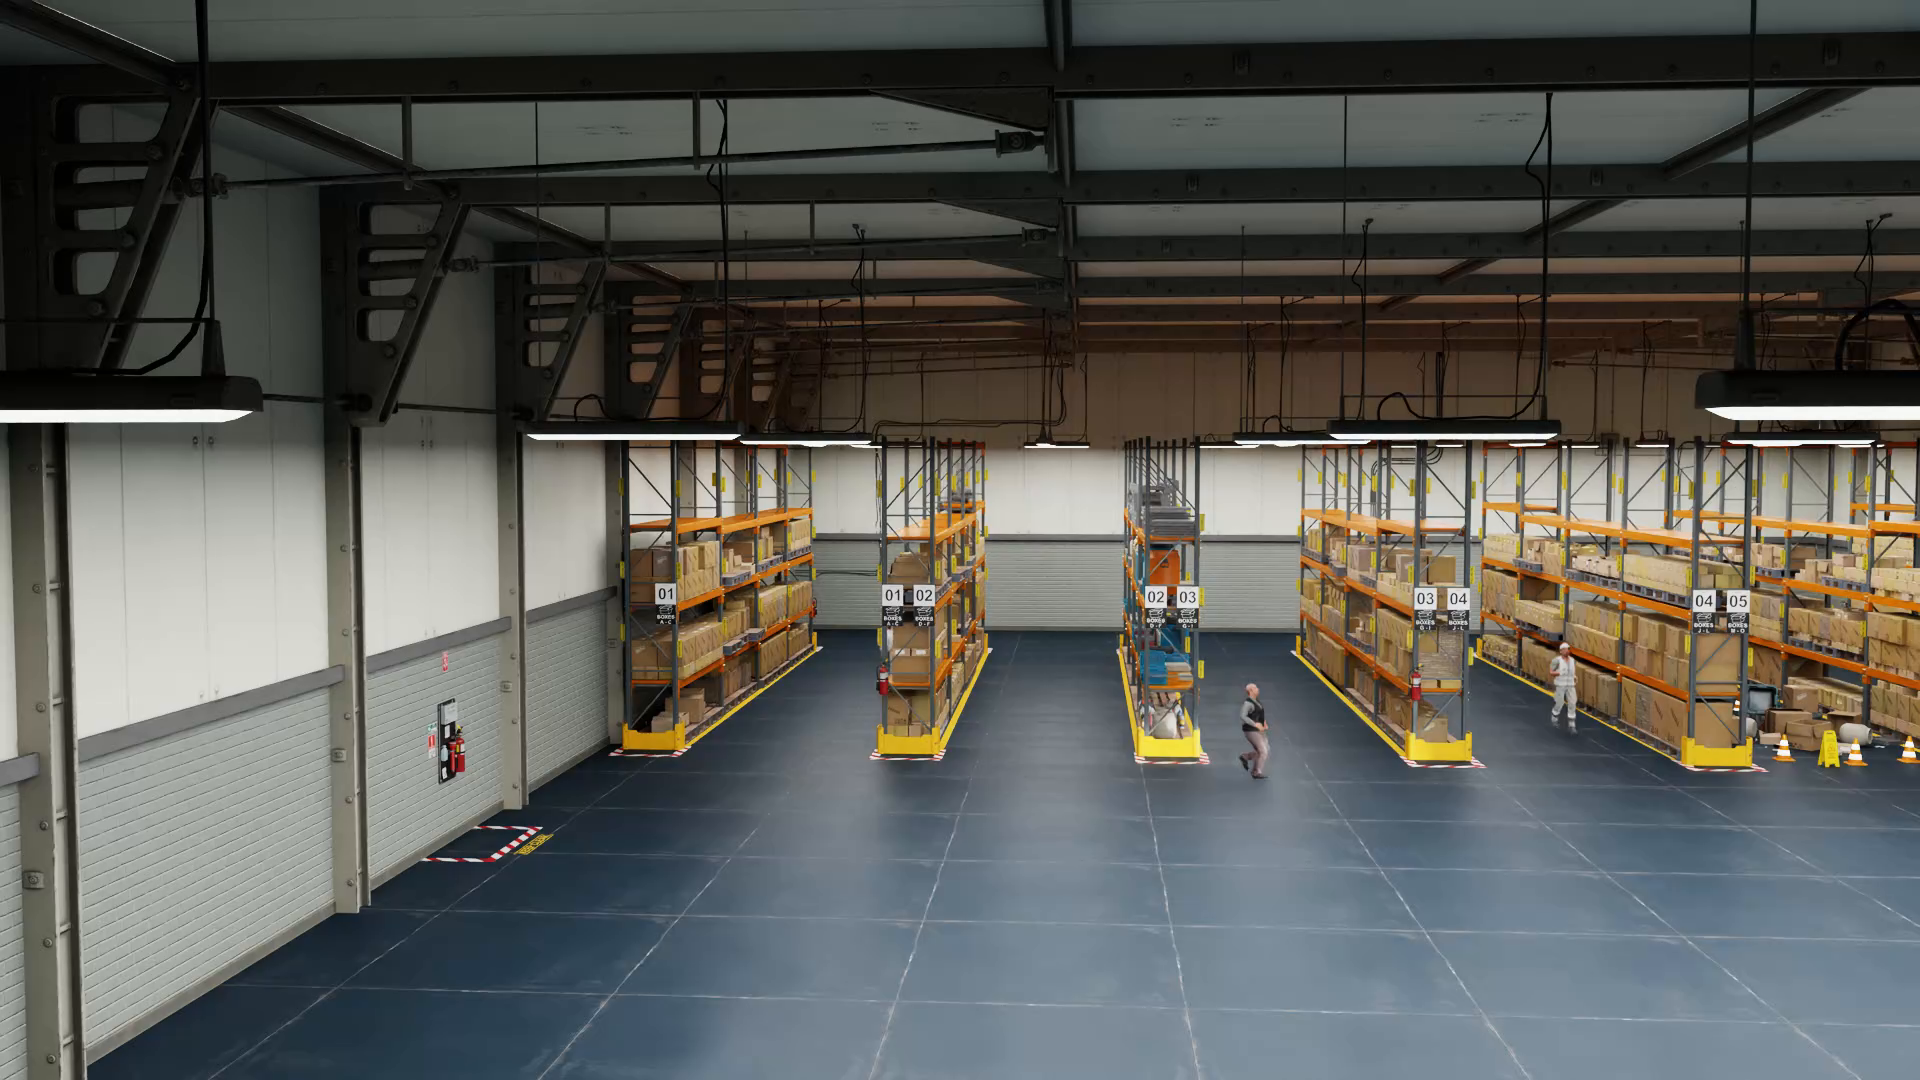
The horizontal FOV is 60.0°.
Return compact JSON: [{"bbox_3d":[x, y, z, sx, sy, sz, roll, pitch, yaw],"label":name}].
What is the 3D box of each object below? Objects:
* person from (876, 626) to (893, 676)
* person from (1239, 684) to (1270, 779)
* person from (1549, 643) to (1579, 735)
[{"bbox_3d":[-1.746,2.729,40.553,0.580,1.685,0.896,0,3,-1],"label":"person"},{"bbox_3d":[5.124,3.344,29.100,0.581,1.663,0.695,2,4,31],"label":"person"},{"bbox_3d":[12.274,2.989,33.755,0.645,1.800,0.903,0,3,-4],"label":"person"}]
